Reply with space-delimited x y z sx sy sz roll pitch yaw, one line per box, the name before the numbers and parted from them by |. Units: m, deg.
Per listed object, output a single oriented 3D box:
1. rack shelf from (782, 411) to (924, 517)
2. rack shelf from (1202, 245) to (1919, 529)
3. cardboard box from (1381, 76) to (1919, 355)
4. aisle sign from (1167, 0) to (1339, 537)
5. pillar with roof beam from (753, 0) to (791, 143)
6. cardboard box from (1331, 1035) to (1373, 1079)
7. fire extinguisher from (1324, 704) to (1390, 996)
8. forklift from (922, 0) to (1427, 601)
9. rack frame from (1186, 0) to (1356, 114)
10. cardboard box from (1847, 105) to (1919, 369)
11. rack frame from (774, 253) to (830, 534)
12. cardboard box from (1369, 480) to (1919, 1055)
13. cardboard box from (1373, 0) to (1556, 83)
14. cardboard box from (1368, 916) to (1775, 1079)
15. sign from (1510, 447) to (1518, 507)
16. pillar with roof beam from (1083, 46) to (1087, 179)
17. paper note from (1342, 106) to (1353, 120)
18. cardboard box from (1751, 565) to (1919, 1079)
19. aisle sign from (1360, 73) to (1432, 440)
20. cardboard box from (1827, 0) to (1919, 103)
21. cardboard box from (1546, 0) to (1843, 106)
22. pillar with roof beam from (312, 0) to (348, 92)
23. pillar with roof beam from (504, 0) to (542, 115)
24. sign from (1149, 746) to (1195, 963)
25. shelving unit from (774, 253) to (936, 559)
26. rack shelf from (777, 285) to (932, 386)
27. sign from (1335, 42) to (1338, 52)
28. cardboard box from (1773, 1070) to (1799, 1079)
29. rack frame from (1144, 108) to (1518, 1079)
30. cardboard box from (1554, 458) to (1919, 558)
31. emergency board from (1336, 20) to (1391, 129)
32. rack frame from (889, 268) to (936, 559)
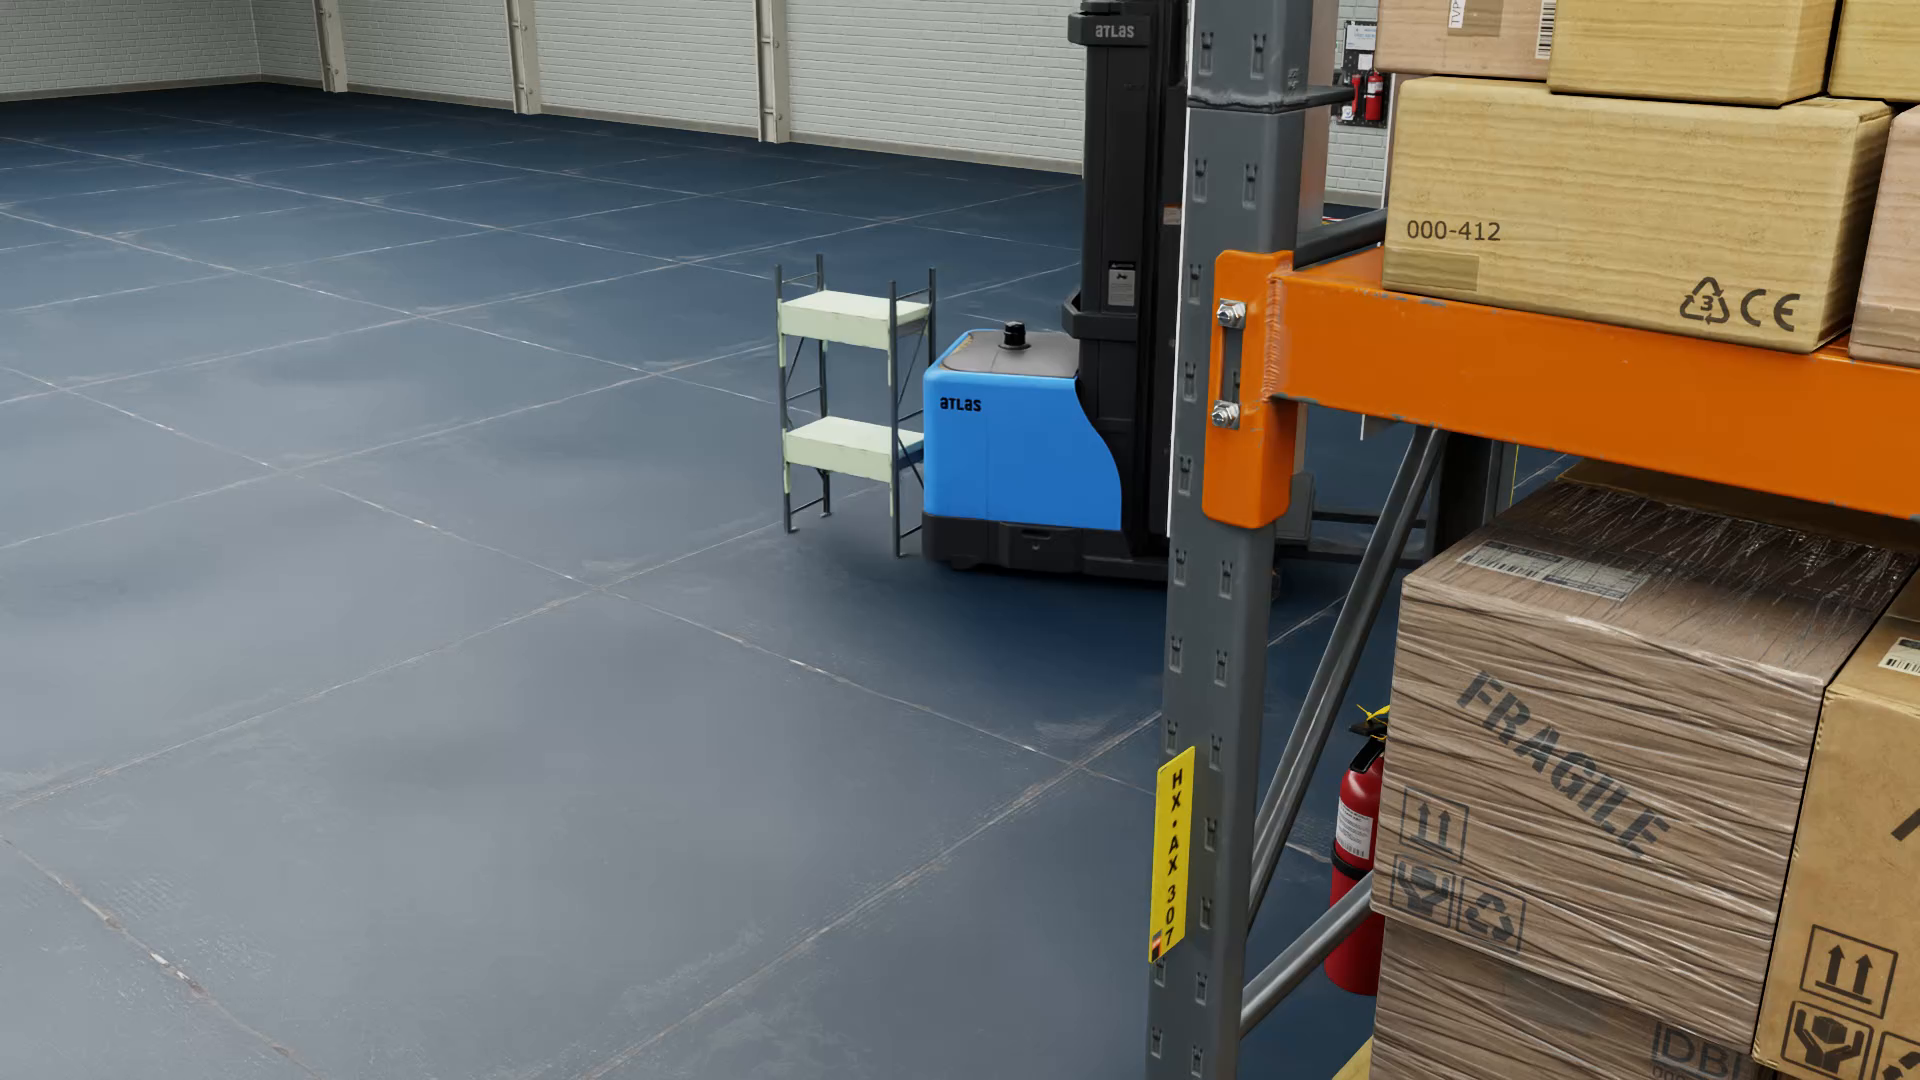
rack shelf | -0.553 -0.425 9.094 0.720 0.370 0.431 13 24 30
rack shelf | 2.207 0.102 1.416 4.000 0.370 1.077 16 26 36
cardboard box | 0.867 -0.433 2.027 0.500 0.250 0.500 17 27 38
aisle sign | 0.420 -0.426 2.362 0.004 0.787 0.394 16 26 36
pillar with roof beam | -5.525 -9.066 20.457 0.400 9.000 9.100 16 26 36
cardboard box | 0.727 0.969 2.705 0.250 0.149 0.380 16 26 36
fire extinguisher | 0.860 0.607 3.417 0.183 0.674 0.296 16 26 36
forklift | 1.372 -1.264 8.367 3.031 2.935 1.130 5 21 13
rack frame | 0.657 -2.085 1.943 0.127 3.000 1.000 16 26 36
cardboard box | 1.271 -0.320 1.726 0.500 0.250 0.500 15 26 35
rack frame | -0.863 -0.799 9.162 0.023 1.500 0.400 13 24 30
cardboard box | 0.911 0.266 2.232 0.500 0.500 0.500 16 26 36
cardboard box | 0.724 -0.673 2.098 0.250 0.149 0.380 16 26 36
cardboard box | 1.066 0.666 2.586 0.500 0.500 0.875 16 26 36
sign | 1.024 -0.115 3.132 0.005 0.325 0.100 16 26 36
pillar with roof beam | -0.876 -7.728 16.907 0.400 9.000 9.100 16 26 36
paper note | 4.510 -4.967 19.336 0.142 0.148 0.016 16 26 36
cardboard box | 1.294 0.379 1.931 0.500 0.500 0.500 16 26 36
aisle sign | 0.799 -0.590 2.797 0.004 0.787 0.394 16 26 36
cardboard box | 1.138 -0.566 1.815 0.250 0.149 0.380 16 26 35
cardboard box | 0.864 -0.589 1.875 0.250 0.149 0.380 17 26 37
pillar with roof beam | -14.821 -11.744 27.556 0.400 9.000 9.100 16 26 36
pillar with roof beam | -10.173 -10.405 24.007 0.400 9.000 9.100 16 26 36
sign | 0.314 0.466 2.456 0.005 0.325 0.100 16 26 36
shelving unit | -0.553 -0.730 8.979 0.755 1.500 0.431 13 24 30
rack shelf | -0.553 -1.096 8.842 0.720 0.370 0.431 13 24 30
sign | 4.238 -5.733 19.319 0.331 0.109 0.001 16 26 36
cardboard box | 1.529 0.745 2.378 0.500 0.500 0.875 16 26 36
rack frame | 0.657 0.722 3.002 0.127 3.000 1.000 16 26 36
cardboard box | 1.240 0.124 2.609 0.500 0.500 0.500 16 26 36
emergency board | 4.604 -5.321 19.026 0.643 1.169 0.194 16 26 36
rack frame | -0.243 -0.662 8.797 0.023 1.500 0.400 13 24 30
